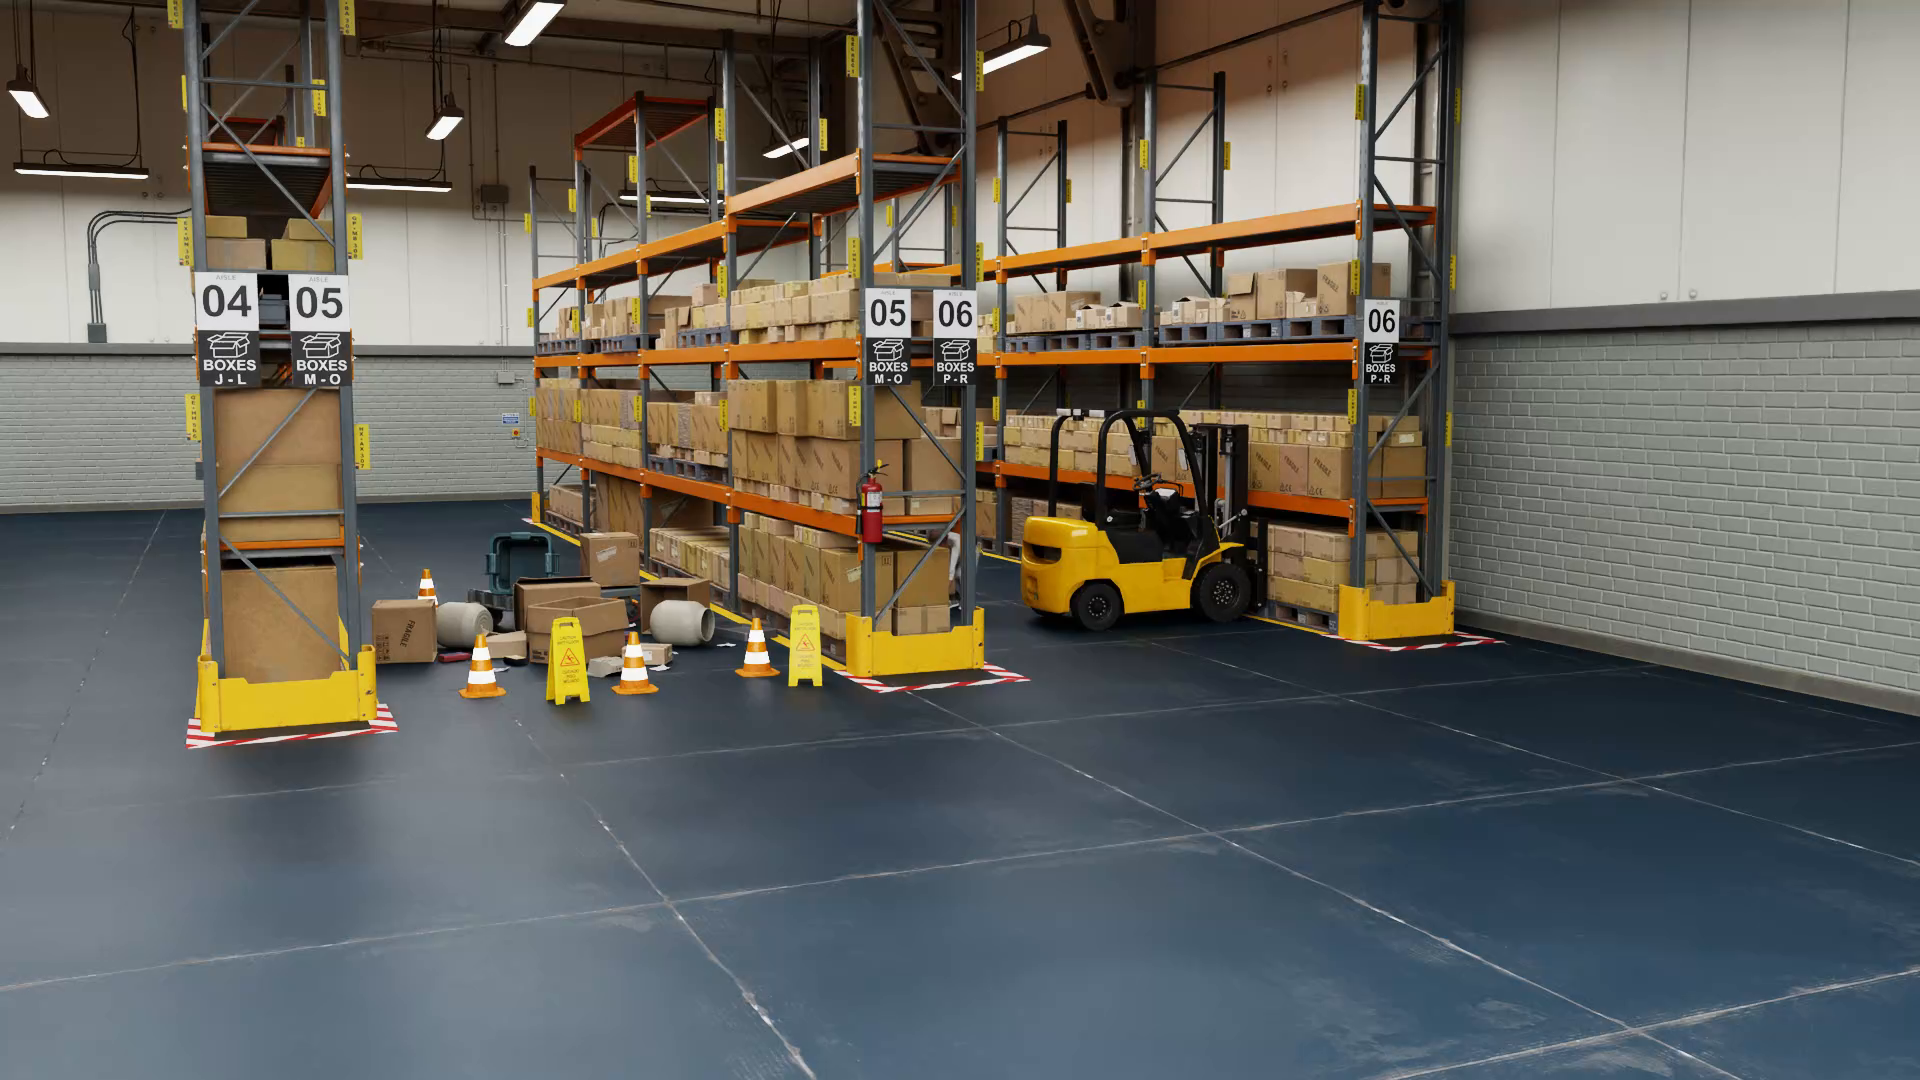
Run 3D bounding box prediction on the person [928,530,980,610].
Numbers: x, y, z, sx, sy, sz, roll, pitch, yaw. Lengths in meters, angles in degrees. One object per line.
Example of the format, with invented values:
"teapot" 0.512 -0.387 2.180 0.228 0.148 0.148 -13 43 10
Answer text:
"person" -0.096 0.295 17.729 0.432 0.913 0.837 4 7 35
